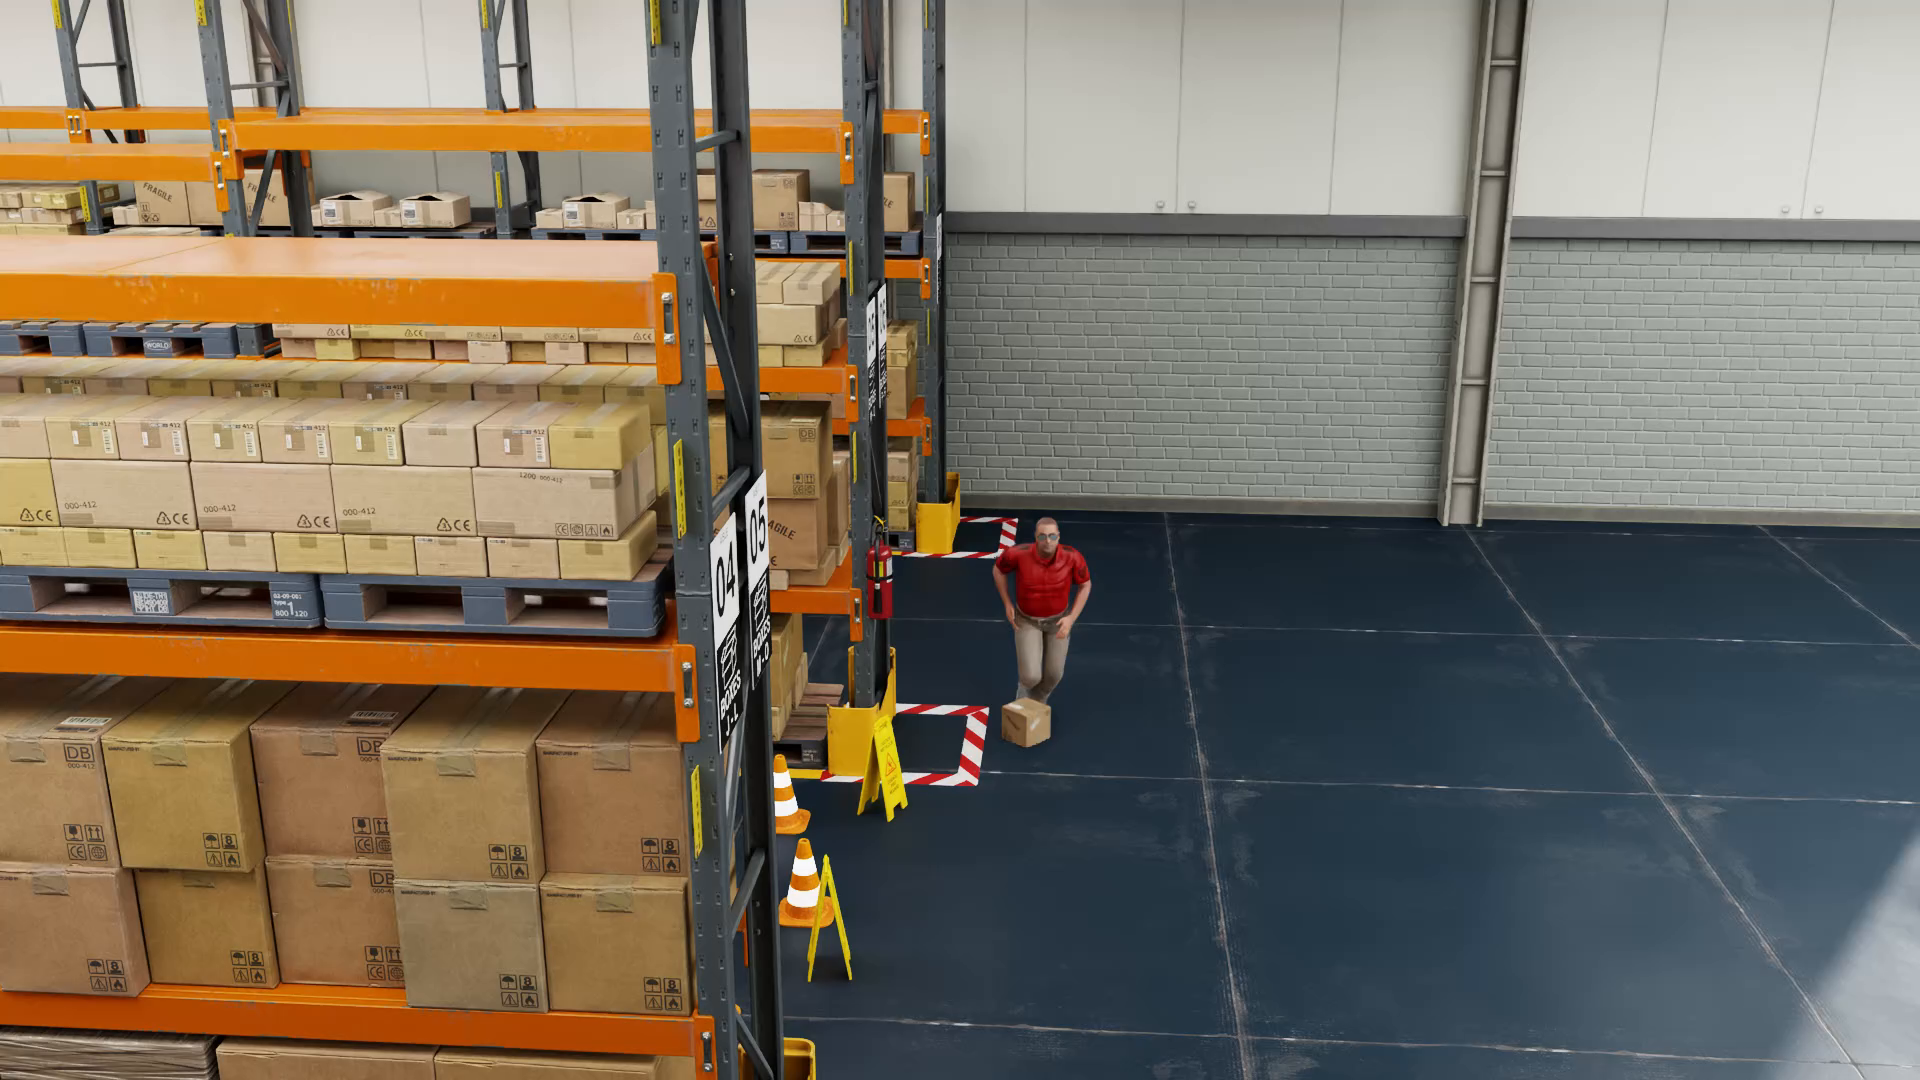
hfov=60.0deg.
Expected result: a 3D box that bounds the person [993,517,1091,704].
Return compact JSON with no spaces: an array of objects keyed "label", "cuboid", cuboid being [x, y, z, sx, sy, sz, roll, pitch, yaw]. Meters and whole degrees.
[{"label":"person","cuboid":[0.579,0.568,11.920,0.683,1.632,0.650,-2,17,-6]}]
